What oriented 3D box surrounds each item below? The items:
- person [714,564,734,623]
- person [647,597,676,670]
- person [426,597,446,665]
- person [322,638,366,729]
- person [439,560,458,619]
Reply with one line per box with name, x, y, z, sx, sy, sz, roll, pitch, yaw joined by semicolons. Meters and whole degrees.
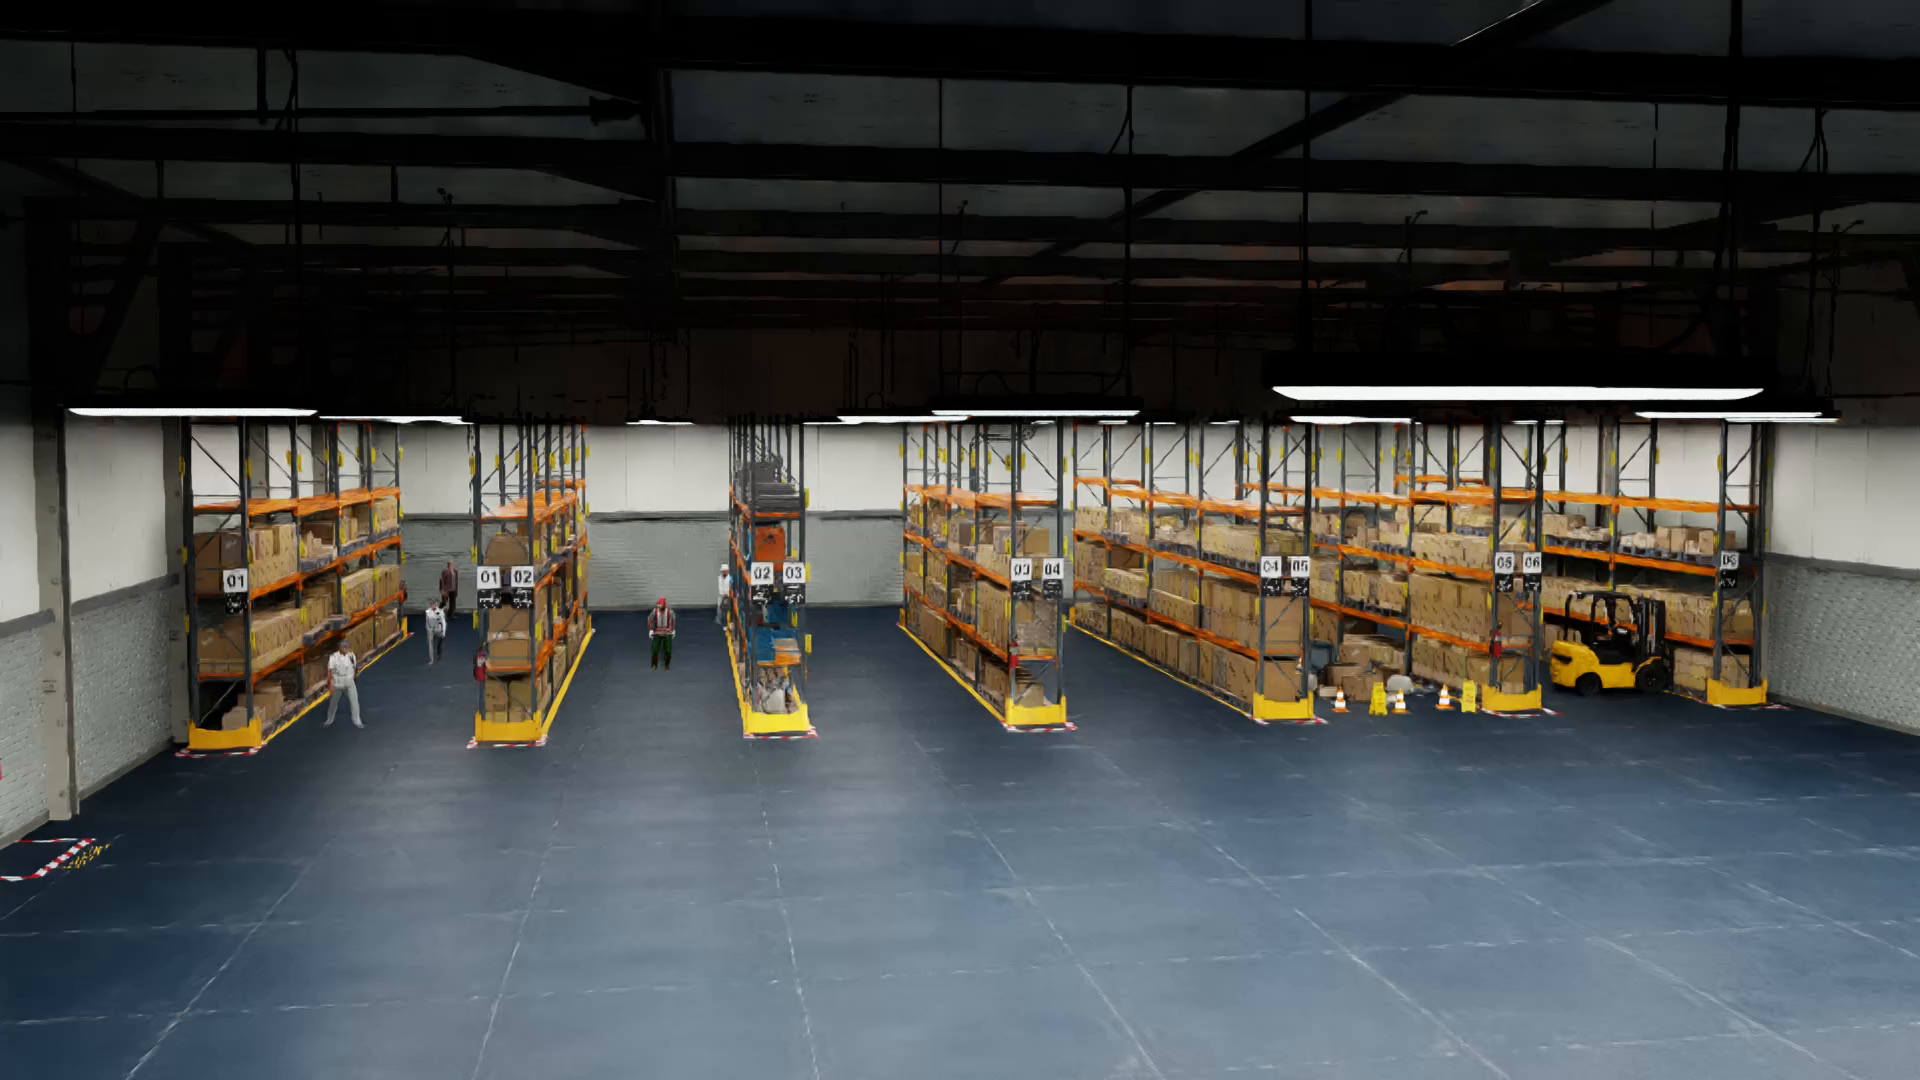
person;-6.835;1.563;48.670;0.576;1.728;0.962;1;4;13
person;-7.010;2.202;39.115;0.677;1.742;0.552;-1;4;-11
person;-12.637;2.177;40.098;0.502;1.625;0.997;-1;4;-10
person;-11.703;2.711;31.479;0.613;1.732;0.953;-3;5;-36
person;-15.291;1.473;49.482;0.536;1.769;0.782;4;5;42
